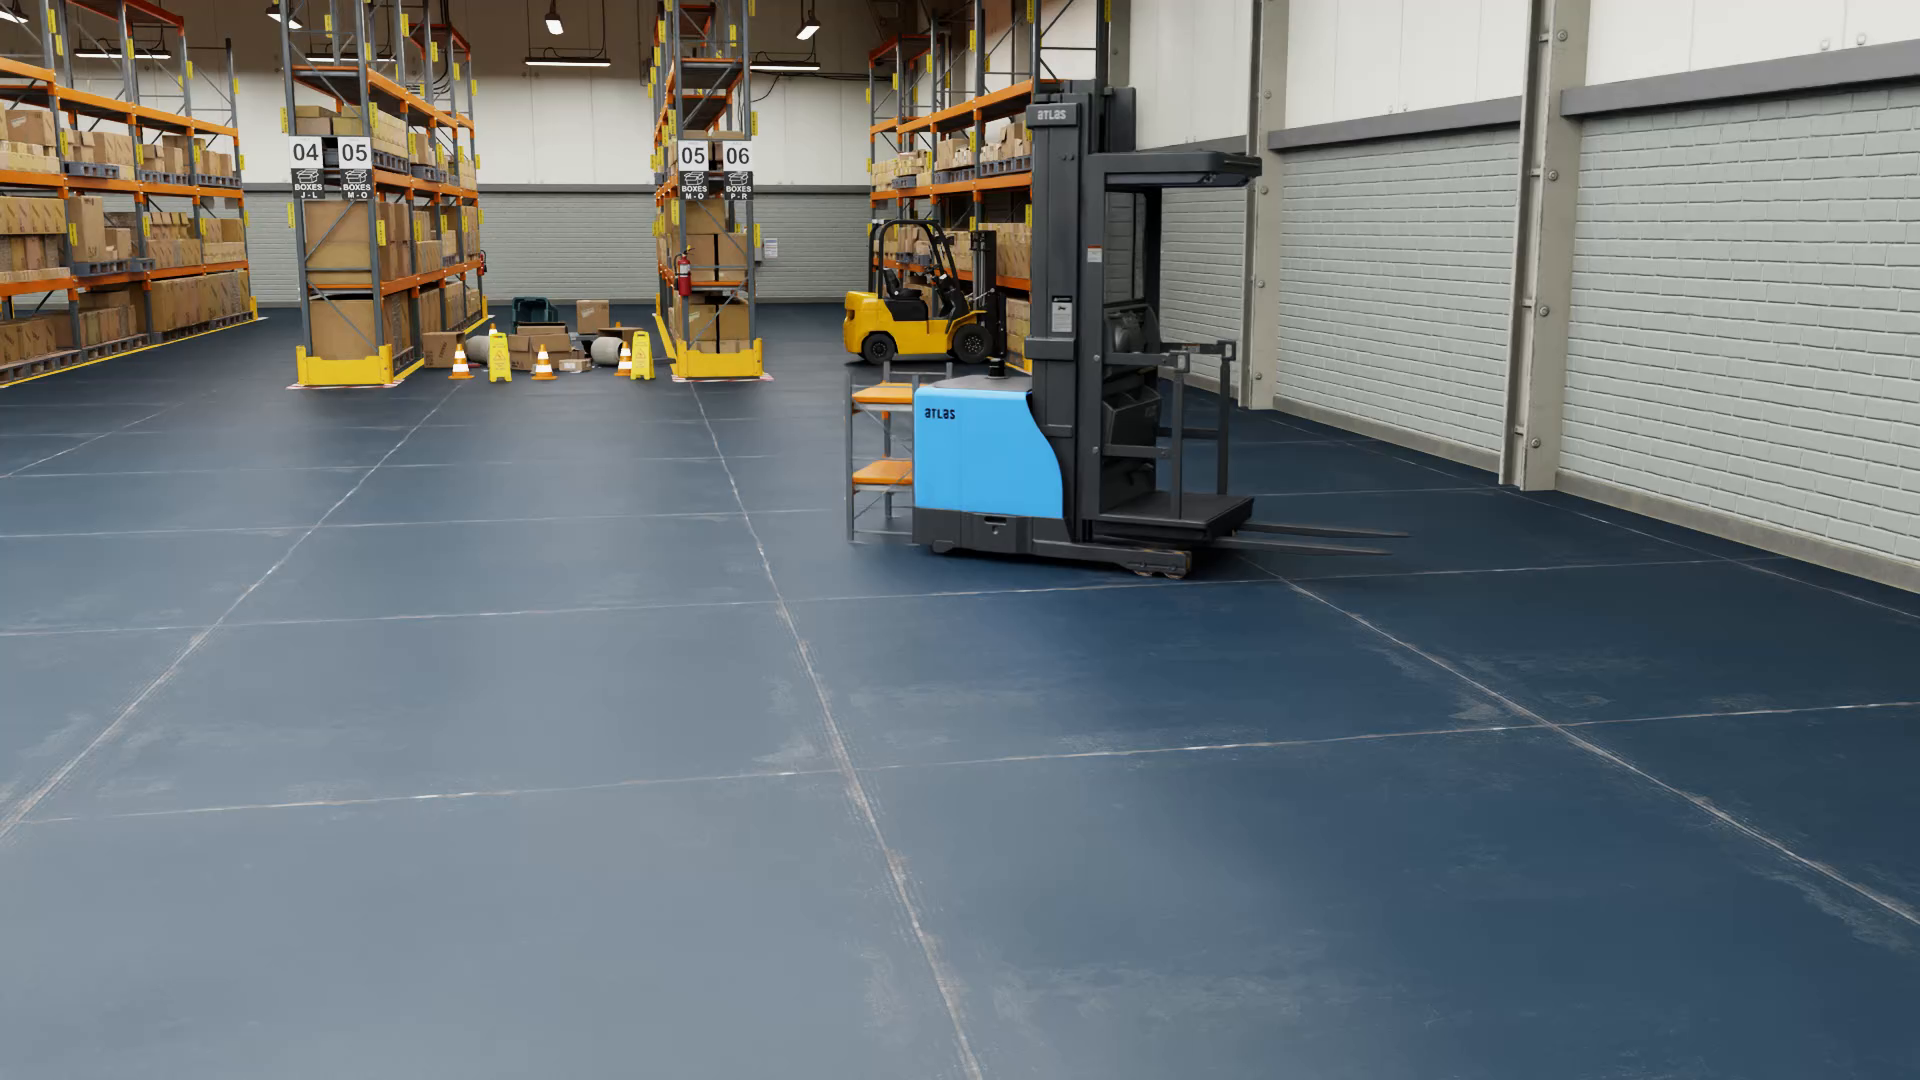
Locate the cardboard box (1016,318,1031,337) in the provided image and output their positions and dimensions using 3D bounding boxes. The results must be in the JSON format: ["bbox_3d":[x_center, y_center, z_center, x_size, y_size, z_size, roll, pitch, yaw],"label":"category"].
[{"bbox_3d":[1.120,-3.127,24.498,0.500,0.250,0.500,-2,11,-12],"label":"cardboard box"}]

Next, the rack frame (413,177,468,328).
[{"bbox_3d":[-10.517,-5.769,33.486,1.000,3.000,0.127,-2,11,-11],"label":"rack frame"}]

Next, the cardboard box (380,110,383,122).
[{"bbox_3d":[-8.082,-5.778,22.657,0.380,0.149,0.250,-2,11,-10],"label":"cardboard box"}]

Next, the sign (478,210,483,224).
[{"bbox_3d":[-10.747,-7.244,37.289,0.100,0.325,0.005,-2,11,-11],"label":"sign"}]

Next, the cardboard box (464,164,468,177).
[{"bbox_3d":[-10.552,-7.696,34.651,0.500,0.250,0.500,-2,11,-10],"label":"cardboard box"}]

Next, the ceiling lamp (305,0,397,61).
[{"bbox_3d":[-14.215,-12.740,38.454,2.000,3.185,0.800,-2,11,-11],"label":"ceiling lamp"}]

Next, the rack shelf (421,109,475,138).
[{"bbox_3d":[-10.906,-8.728,34.920,1.077,0.370,4.000,-2,11,-11],"label":"rack shelf"}]

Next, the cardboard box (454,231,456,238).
[{"bbox_3d":[-10.247,-6.078,33.065,0.380,0.149,0.250,-2,11,-8],"label":"cardboard box"}]

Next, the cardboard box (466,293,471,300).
[{"bbox_3d":[-10.516,-5.132,35.048,0.380,0.149,0.250,-2,11,-10],"label":"cardboard box"}]

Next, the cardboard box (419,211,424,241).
[{"bbox_3d":[-9.460,-5.307,28.113,0.700,0.500,0.500,-2,11,-12],"label":"cardboard box"}]

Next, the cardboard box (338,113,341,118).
[{"bbox_3d":[-8.878,-5.895,23.272,0.380,0.149,0.250,-2,11,-11],"label":"cardboard box"}]

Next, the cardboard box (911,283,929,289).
[{"bbox_3d":[-0.813,-5.276,34.721,0.380,0.149,0.250,-3,11,-14],"label":"cardboard box"}]

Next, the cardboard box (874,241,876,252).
[{"bbox_3d":[-1.767,-6.862,38.833,0.500,0.250,0.500,-2,11,-11],"label":"cardboard box"}]

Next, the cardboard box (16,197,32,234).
[{"bbox_3d":[-13.200,-4.479,22.969,0.500,0.500,0.500,-2,11,-11],"label":"cardboard box"}]

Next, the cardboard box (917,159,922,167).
[{"bbox_3d":[-0.644,-7.448,32.820,0.380,0.149,0.250,-2,11,-11],"label":"cardboard box"}]

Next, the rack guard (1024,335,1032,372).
[{"bbox_3d":[1.526,-2.716,24.128,1.175,0.500,0.348,-2,11,-11],"label":"rack guard"}]

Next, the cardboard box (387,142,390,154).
[{"bbox_3d":[-8.181,-5.480,23.225,0.380,0.149,0.250,-2,11,-11],"label":"cardboard box"}]

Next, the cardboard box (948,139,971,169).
[{"bbox_3d":[0.065,-6.865,29.563,0.500,0.500,0.500,-2,11,-10],"label":"cardboard box"}]

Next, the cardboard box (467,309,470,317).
[{"bbox_3d":[-10.273,-4.654,34.126,0.380,0.149,0.250,-3,11,-13],"label":"cardboard box"}]

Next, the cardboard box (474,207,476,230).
[{"bbox_3d":[-10.863,-7.022,36.328,0.500,0.500,0.500,-3,11,-13],"label":"cardboard box"}]

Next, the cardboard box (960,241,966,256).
[{"bbox_3d":[0.290,-5.029,28.658,0.500,0.250,0.500,-2,11,-12],"label":"cardboard box"}]

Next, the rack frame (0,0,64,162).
[{"bbox_3d":[-13.846,-7.087,24.366,1.000,3.000,0.127,-2,11,-11],"label":"rack frame"}]

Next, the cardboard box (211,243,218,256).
[{"bbox_3d":[-15.328,-5.867,33.605,0.500,0.250,0.500,-2,11,-11],"label":"cardboard box"}]

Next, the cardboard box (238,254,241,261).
[{"bbox_3d":[-15.687,-6.070,35.740,0.380,0.149,0.250,-2,11,-11],"label":"cardboard box"}]

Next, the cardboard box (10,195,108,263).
[{"bbox_3d":[-13.863,-4.792,25.624,1.000,1.000,1.000,-2,11,-11],"label":"cardboard box"}]

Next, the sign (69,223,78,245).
[{"bbox_3d":[-13.315,-4.587,24.957,0.100,0.325,0.005,-2,11,-11],"label":"sign"}]

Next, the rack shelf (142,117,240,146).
[{"bbox_3d":[-15.791,-8.372,34.107,1.077,0.370,4.000,-2,11,-11],"label":"rack shelf"}]

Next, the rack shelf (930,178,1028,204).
[{"bbox_3d":[0.354,-6.169,29.486,1.077,0.370,4.000,-2,11,-11],"label":"rack shelf"}]

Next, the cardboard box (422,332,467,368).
[{"bbox_3d":[-7.652,-2.828,24.711,0.500,0.500,0.500,0,11,-1],"label":"cardboard box"}]

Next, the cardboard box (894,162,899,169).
[{"bbox_3d":[-1.185,-7.830,34.776,0.380,0.149,0.250,-2,11,-9],"label":"cardboard box"}]

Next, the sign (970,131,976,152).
[{"bbox_3d":[0.213,-6.542,27.301,0.100,0.325,0.005,-2,11,-11],"label":"sign"}]

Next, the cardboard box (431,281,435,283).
[{"bbox_3d":[-10.632,-4.971,32.848,0.500,0.250,0.500,-3,11,-14],"label":"cardboard box"}]

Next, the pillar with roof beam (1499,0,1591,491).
[{"bbox_3d":[0.381,-4.698,11.814,9.100,9.000,0.400,-2,11,-11],"label":"pillar with roof beam"}]

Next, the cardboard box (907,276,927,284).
[{"bbox_3d":[-0.906,-5.471,34.949,0.380,0.149,0.250,-3,11,-14],"label":"cardboard box"}]

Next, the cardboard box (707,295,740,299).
[{"bbox_3d":[-3.747,-3.626,26.449,0.500,0.500,0.500,-2,11,-12],"label":"cardboard box"}]

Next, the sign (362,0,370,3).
[{"bbox_3d":[-7.637,-7.071,21.360,0.100,0.325,0.005,-2,11,-11],"label":"sign"}]

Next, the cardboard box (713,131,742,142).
[{"bbox_3d":[-3.216,-5.581,23.016,0.380,0.149,0.250,-2,11,-11],"label":"cardboard box"}]

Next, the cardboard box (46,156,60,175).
[{"bbox_3d":[-13.501,-5.466,24.271,0.500,0.250,0.500,-2,11,-9],"label":"cardboard box"}]

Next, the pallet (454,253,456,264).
[{"bbox_3d":[-10.511,-5.530,32.740,1.003,0.211,1.213,-2,11,-11],"label":"pallet"}]

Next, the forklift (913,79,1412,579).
[{"bbox_3d":[1.255,-1.318,10.280,3.031,2.935,1.130,5,12,24],"label":"forklift"}]

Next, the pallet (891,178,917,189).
[{"bbox_3d":[-0.755,-7.408,34.576,1.213,0.211,1.003,-2,11,-11],"label":"pallet"}]

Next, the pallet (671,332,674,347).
[{"bbox_3d":[-4.519,-3.498,29.009,1.003,0.211,1.213,-2,11,-11],"label":"pallet"}]

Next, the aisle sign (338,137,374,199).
[{"bbox_3d":[-7.875,-4.843,21.669,0.394,0.787,0.004,-2,11,-11],"label":"aisle sign"}]

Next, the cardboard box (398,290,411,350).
[{"bbox_3d":[-8.907,-3.347,25.317,0.875,0.875,0.875,-2,11,-10],"label":"cardboard box"}]

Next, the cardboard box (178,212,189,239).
[{"bbox_3d":[-15.269,-6.033,31.919,0.797,0.503,0.637,-2,11,-12],"label":"cardboard box"}]

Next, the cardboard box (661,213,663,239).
[{"bbox_3d":[-5.656,-6.233,32.979,0.500,0.500,0.500,-2,11,-12],"label":"cardboard box"}]

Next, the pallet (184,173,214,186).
[{"bbox_3d":[-15.551,-7.188,33.154,1.003,0.211,1.213,-2,11,-11],"label":"pallet"}]

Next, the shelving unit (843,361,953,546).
[{"bbox_3d":[-0.405,-0.619,11.439,0.538,1.125,1.048,2,11,12],"label":"shelving unit"}]

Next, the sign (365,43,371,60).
[{"bbox_3d":[-10.269,-8.459,28.863,0.100,0.325,0.005,-2,11,-11],"label":"sign"}]

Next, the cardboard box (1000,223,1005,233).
[{"bbox_3d":[0.842,-4.893,26.084,0.380,0.149,0.250,-2,11,-11],"label":"cardboard box"}]
